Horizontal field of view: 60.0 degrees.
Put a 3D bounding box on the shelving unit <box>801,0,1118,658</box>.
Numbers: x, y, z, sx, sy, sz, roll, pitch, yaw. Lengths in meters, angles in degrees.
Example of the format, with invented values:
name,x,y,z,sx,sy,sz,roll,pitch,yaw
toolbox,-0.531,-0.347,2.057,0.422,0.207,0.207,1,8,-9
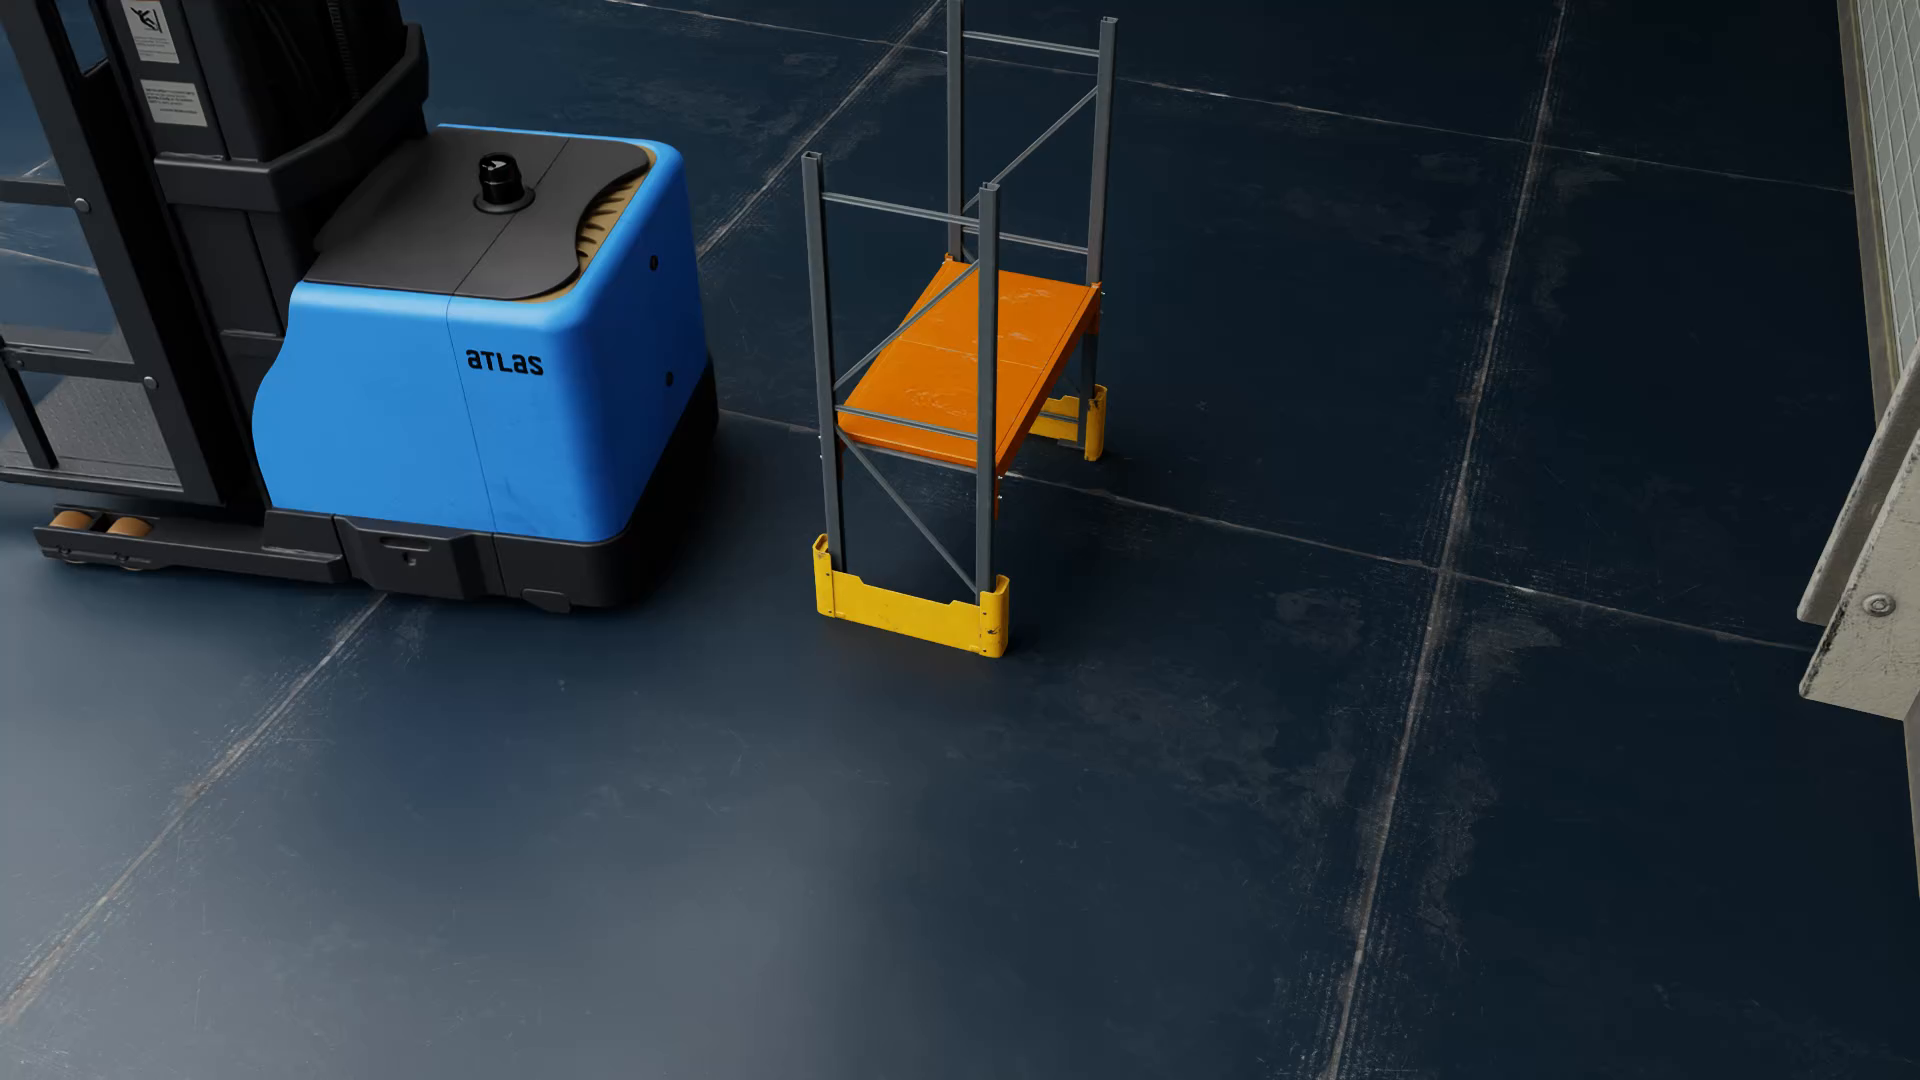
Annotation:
name,x,y,z,sx,sy,sz,roll,pitch,yaw
shelving unit,0.026,-0.617,4.818,0.587,1.500,1.083,13,42,15

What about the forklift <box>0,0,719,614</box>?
name,x,y,z,sx,sy,sz,roll,pitch,yaw
forklift,-2.378,-1.351,4.575,3.031,2.935,1.130,6,41,7

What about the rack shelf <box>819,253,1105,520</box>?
name,x,y,z,sx,sy,sz,roll,pitch,yaw
rack shelf,0.029,-0.486,4.941,0.538,0.185,1.000,13,42,15

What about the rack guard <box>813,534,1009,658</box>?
name,x,y,z,sx,sy,sz,roll,pitch,yaw
rack guard,-0.144,0.162,4.867,0.587,0.250,0.087,13,42,15

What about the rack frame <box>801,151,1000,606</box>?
name,x,y,z,sx,sy,sz,roll,pitch,yaw
rack frame,-0.145,-0.313,4.461,0.500,1.500,0.032,13,42,15

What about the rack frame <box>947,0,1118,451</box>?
name,x,y,z,sx,sy,sz,roll,pitch,yaw
rack frame,0.203,-0.933,5.188,0.500,1.500,0.032,13,42,15

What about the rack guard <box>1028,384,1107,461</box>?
name,x,y,z,sx,sy,sz,roll,pitch,yaw
rack guard,0.196,-0.445,5.579,0.587,0.250,0.087,13,42,15
